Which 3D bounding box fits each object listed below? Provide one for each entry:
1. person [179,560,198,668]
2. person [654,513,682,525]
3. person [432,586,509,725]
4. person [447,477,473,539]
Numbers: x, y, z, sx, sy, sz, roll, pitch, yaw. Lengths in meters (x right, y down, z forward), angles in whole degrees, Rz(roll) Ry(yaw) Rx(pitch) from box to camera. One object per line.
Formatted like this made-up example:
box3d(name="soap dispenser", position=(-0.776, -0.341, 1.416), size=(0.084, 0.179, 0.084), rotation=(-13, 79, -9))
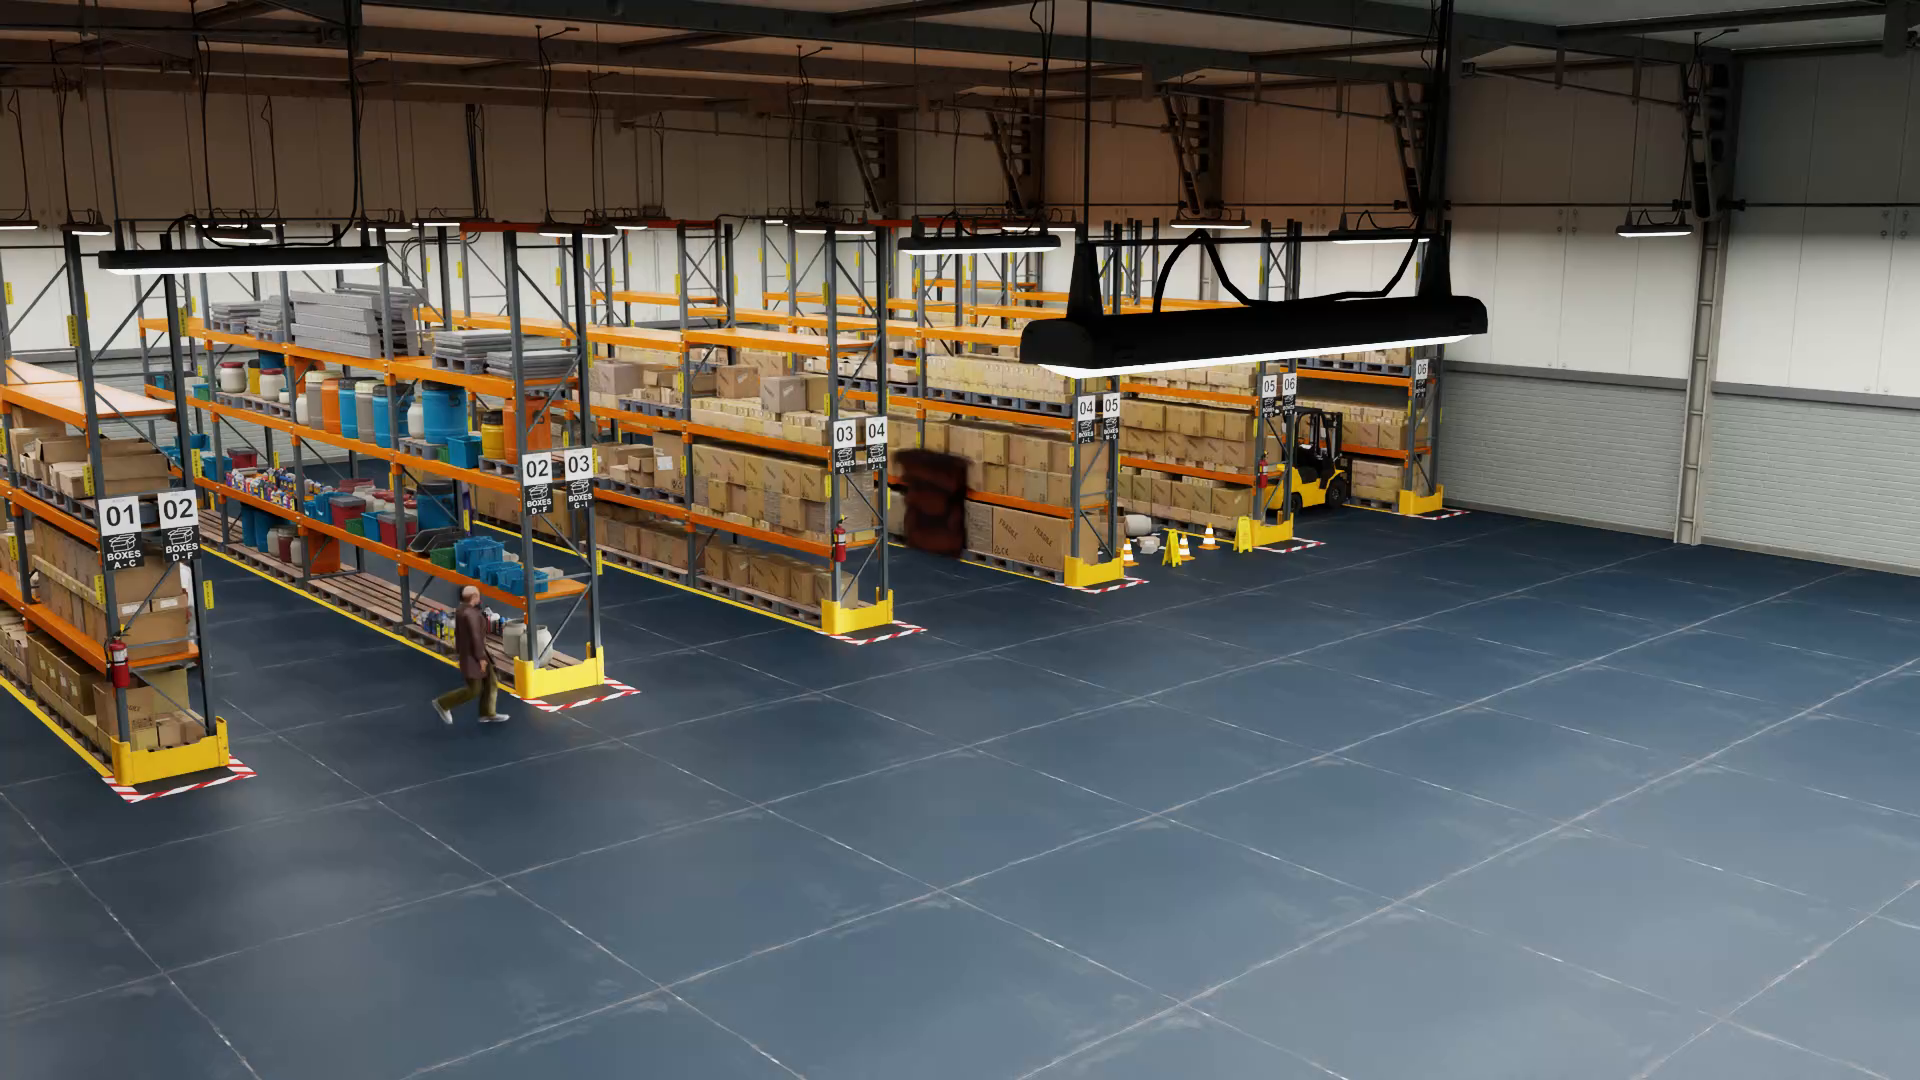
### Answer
box3d(name="person", position=(-10.712, 0.894, 22.918), size=(0.579, 1.772, 0.447), rotation=(7, 13, 32))
box3d(name="person", position=(-5.894, -1.142, 33.327), size=(0.507, 1.691, 0.484), rotation=(-6, 13, -28))
box3d(name="person", position=(-6.031, 1.424, 20.372), size=(0.874, 1.737, 0.532), rotation=(-1, 11, -4))
box3d(name="person", position=(-9.578, -0.788, 31.719), size=(0.461, 1.607, 0.929), rotation=(-8, 14, -33))
